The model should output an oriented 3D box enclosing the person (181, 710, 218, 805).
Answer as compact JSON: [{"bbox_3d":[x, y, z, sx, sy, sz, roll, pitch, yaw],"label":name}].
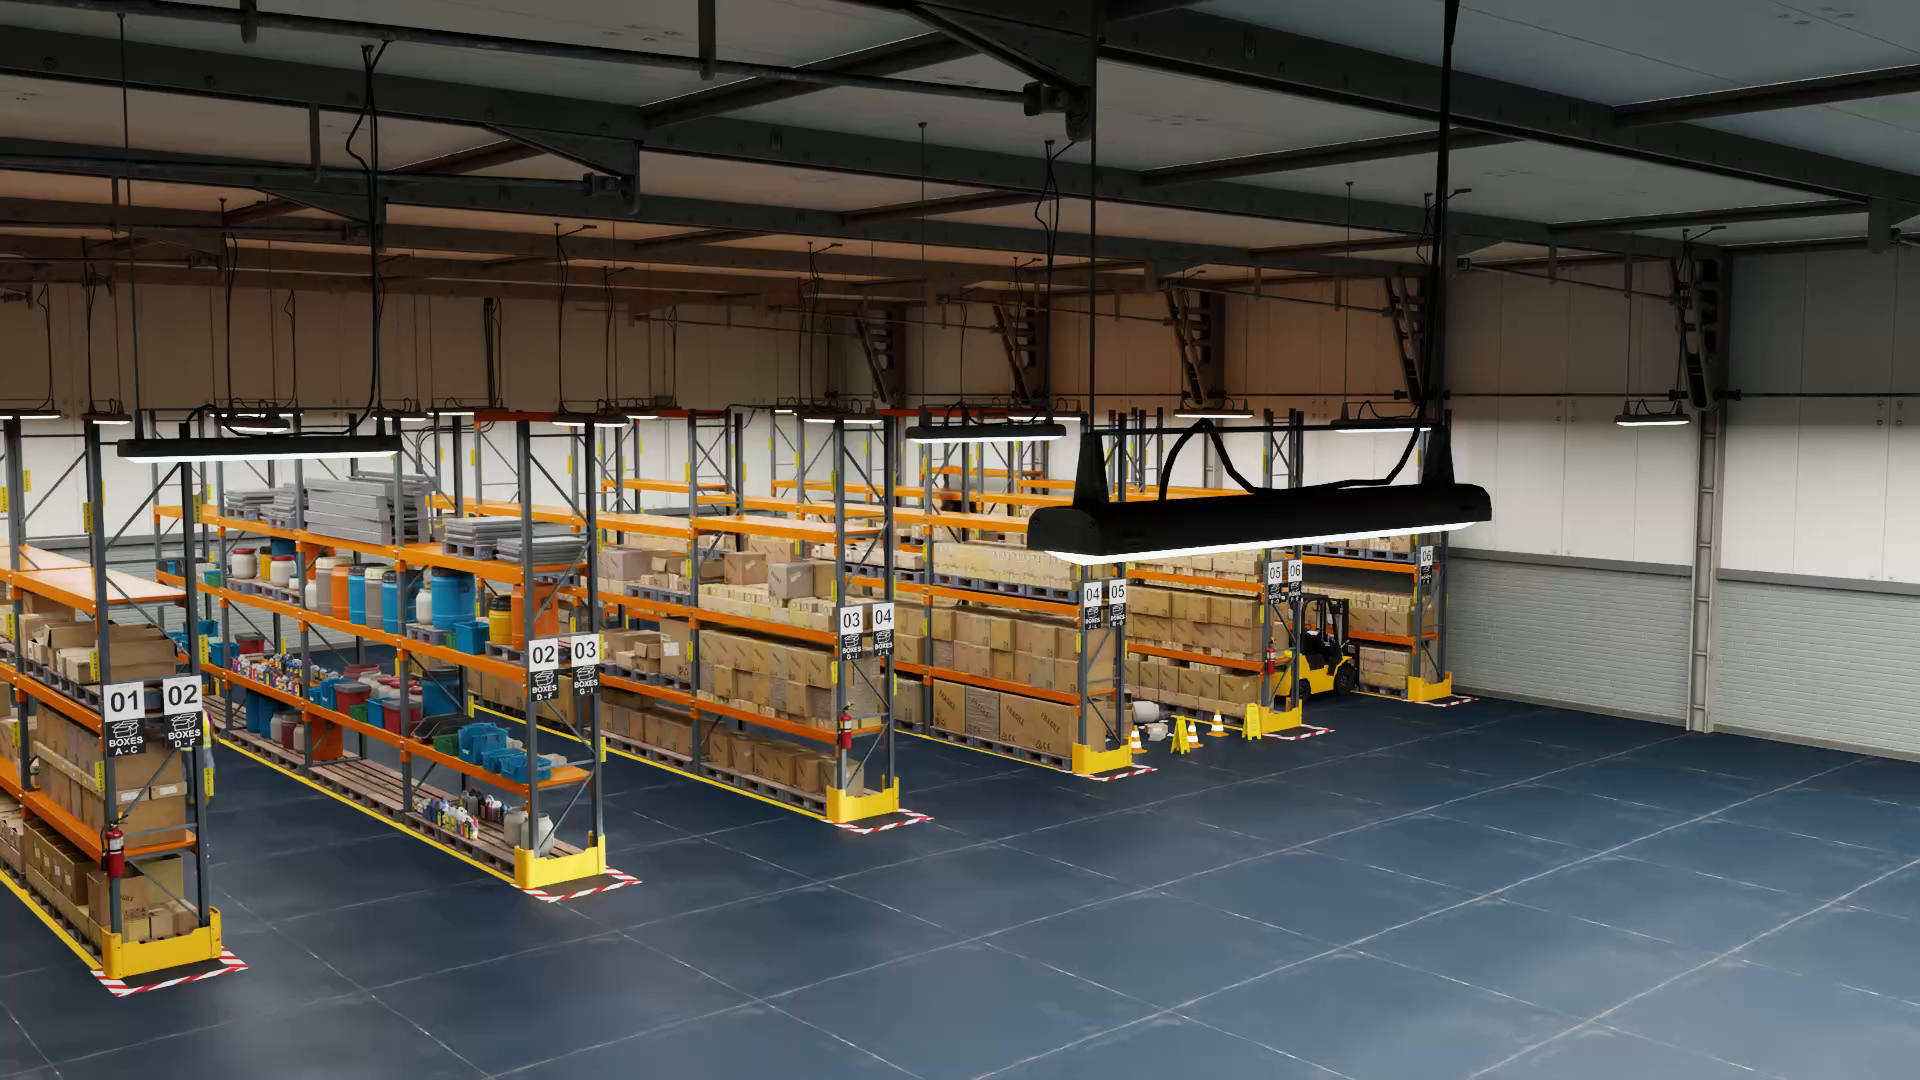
[{"bbox_3d":[-11.664,3.215,25.447,0.673,1.748,0.678,-5,7,-45],"label":"person"}]

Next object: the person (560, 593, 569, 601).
[{"bbox_3d":[-9.213,2.089,38.629,0.743,1.816,0.893,-2,5,-20],"label":"person"}]
